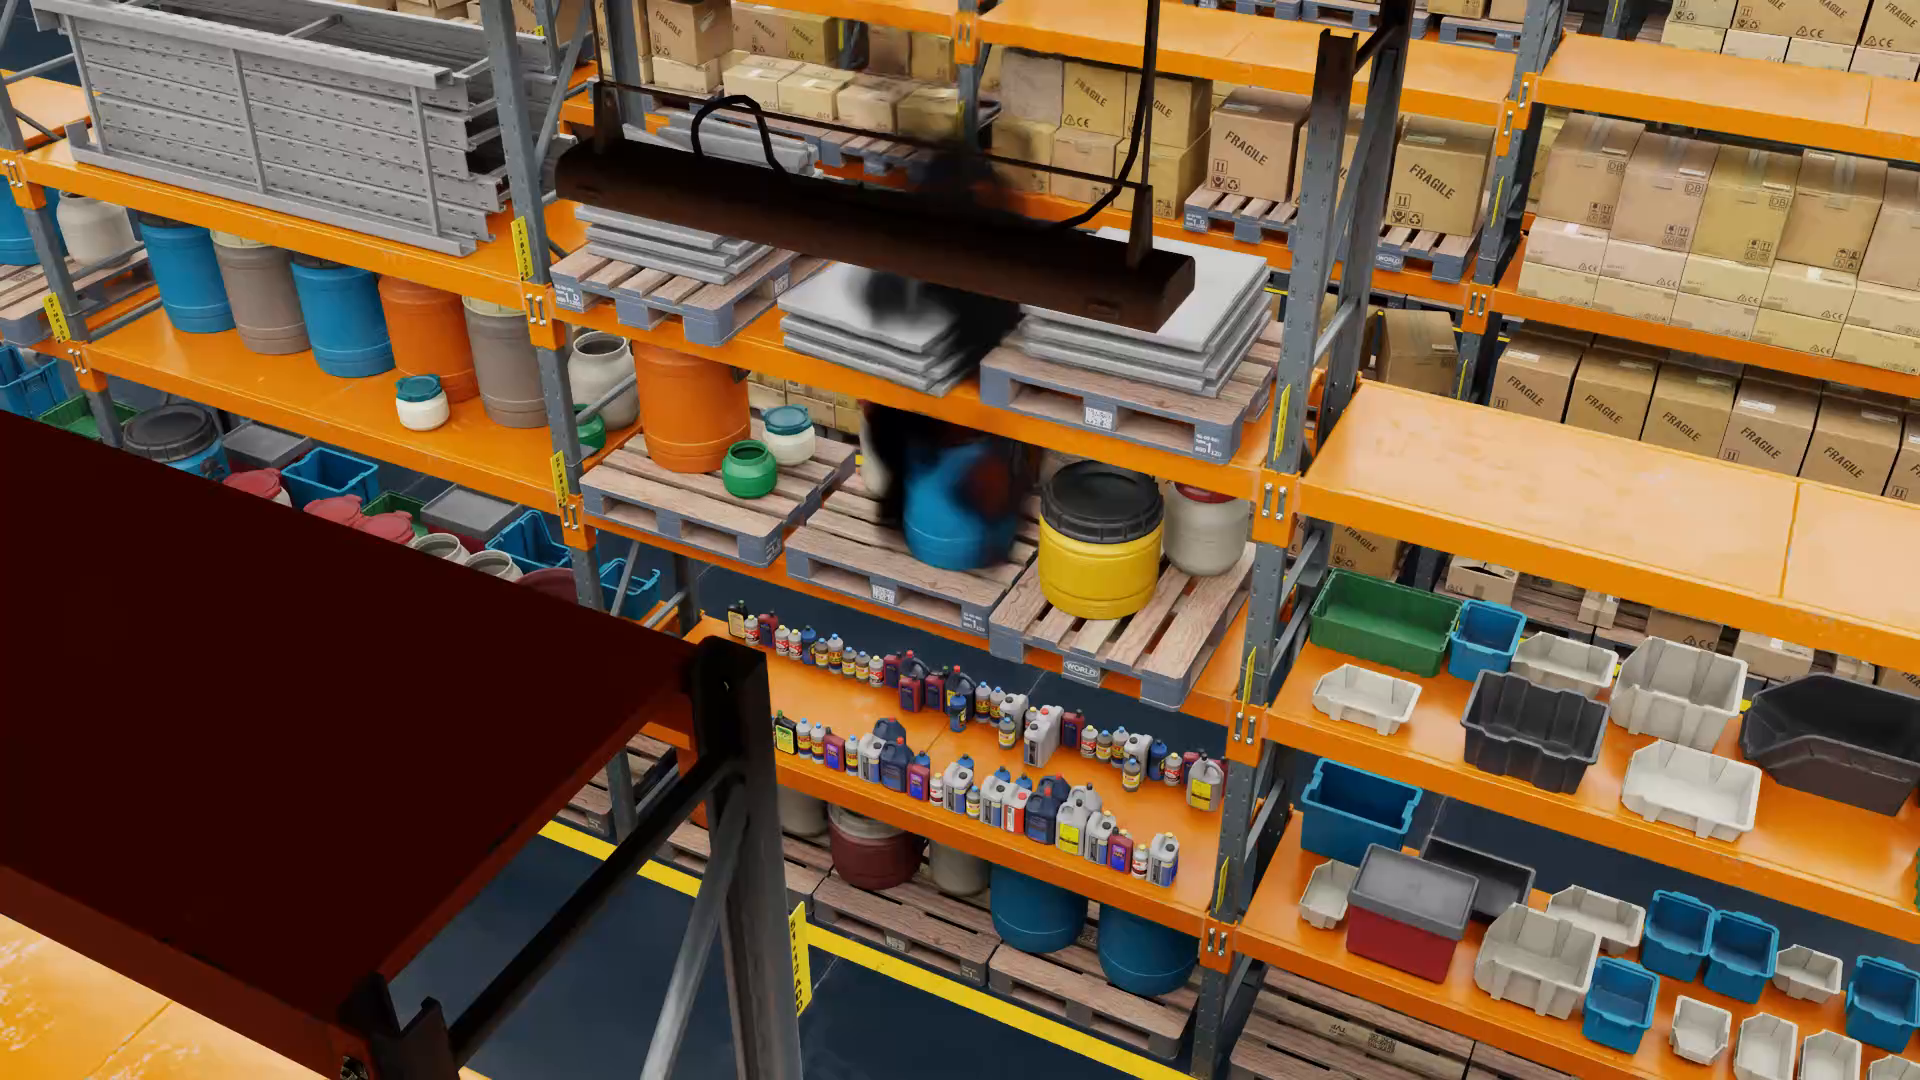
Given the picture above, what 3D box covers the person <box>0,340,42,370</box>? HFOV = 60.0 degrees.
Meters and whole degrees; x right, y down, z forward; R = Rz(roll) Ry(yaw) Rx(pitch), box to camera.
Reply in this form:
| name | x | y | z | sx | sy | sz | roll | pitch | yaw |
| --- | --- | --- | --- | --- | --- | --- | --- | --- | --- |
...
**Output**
| name | x | y | z | sx | sy | sz | roll | pitch | yaw |
| --- | --- | --- | --- | --- | --- | --- | --- | --- | --- |
| person | -8.365 | -1.694 | 14.858 | 0.725 | 1.729 | 0.613 | 9 | 36 | 13 |
